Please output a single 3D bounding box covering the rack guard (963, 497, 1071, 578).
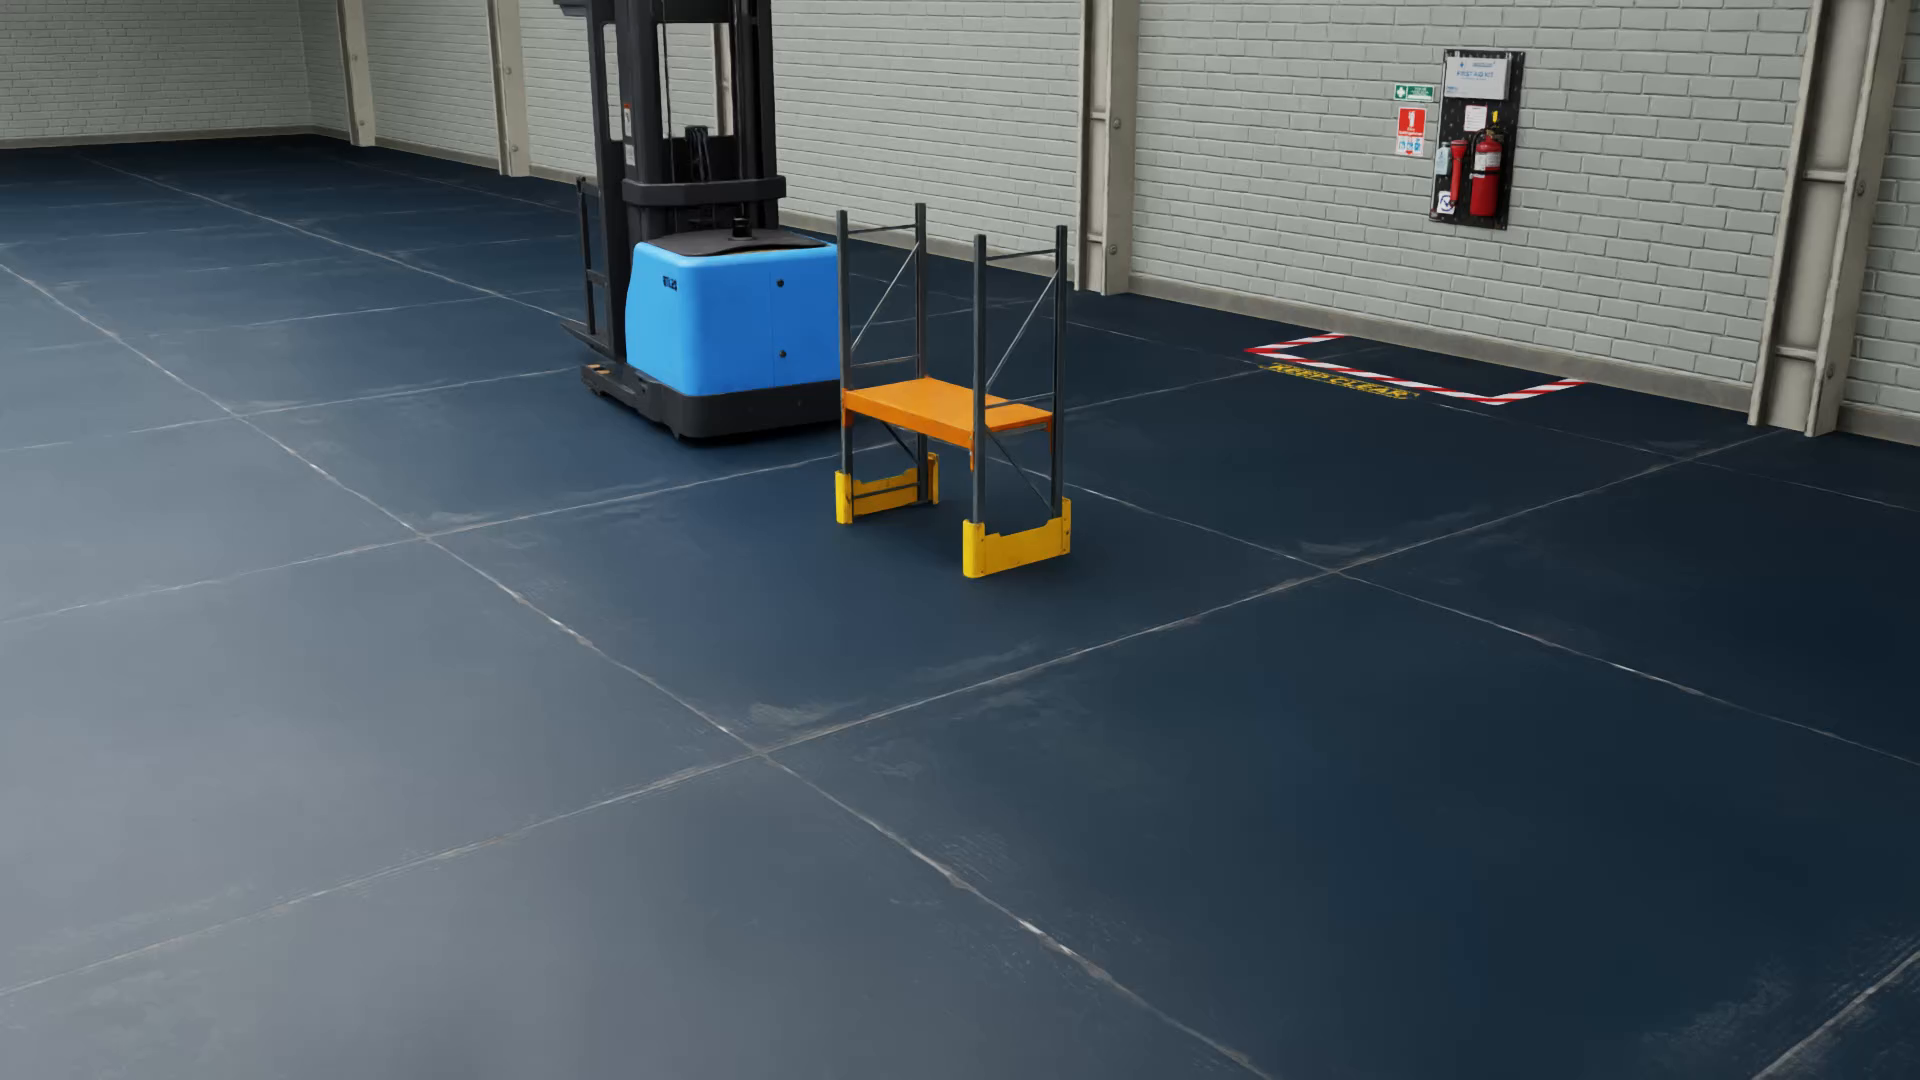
[{"bbox_3d":[0.262,-0.015,7.509,0.587,0.250,0.087,-14,23,-36],"label":"rack guard"}]

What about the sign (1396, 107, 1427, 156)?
[{"bbox_3d":[3.188,-2.889,11.758,0.001,0.329,0.234,-14,23,-36],"label":"sign"}]

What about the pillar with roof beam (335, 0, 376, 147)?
[{"bbox_3d":[-13.321,-10.021,23.809,9.100,9.000,0.400,-14,23,-36],"label":"pillar with roof beam"}]

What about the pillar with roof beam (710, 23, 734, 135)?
[{"bbox_3d":[-5.871,-7.064,14.879,9.100,9.000,0.400,-14,23,-36],"label":"pillar with roof beam"}]

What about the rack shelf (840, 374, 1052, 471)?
[{"bbox_3d":[-0.053,-0.562,7.747,0.538,0.185,1.000,-14,23,-36],"label":"rack shelf"}]

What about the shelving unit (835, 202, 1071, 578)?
[{"bbox_3d":[-0.047,-0.731,7.683,0.587,1.500,1.083,-14,23,-36],"label":"shelving unit"}]

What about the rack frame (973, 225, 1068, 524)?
[{"bbox_3d":[0.263,-0.608,7.312,0.500,1.500,0.032,-14,23,-36],"label":"rack frame"}]

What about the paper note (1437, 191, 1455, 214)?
[{"bbox_3d":[3.394,-2.354,11.602,0.016,0.148,0.142,-14,23,-36],"label":"paper note"}]

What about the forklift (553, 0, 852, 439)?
[{"bbox_3d":[-1.812,-2.380,10.388,1.130,2.935,3.031,-10,21,-28],"label":"forklift"}]

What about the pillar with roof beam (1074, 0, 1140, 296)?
[{"bbox_3d":[-2.145,-5.585,10.414,9.100,9.000,0.400,-14,23,-36],"label":"pillar with roof beam"}]

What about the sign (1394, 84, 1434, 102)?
[{"bbox_3d":[3.184,-3.137,11.666,0.001,0.109,0.331,-14,23,-36],"label":"sign"}]

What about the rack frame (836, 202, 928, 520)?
[{"bbox_3d":[-0.369,-0.858,8.069,0.500,1.500,0.032,-14,23,-36],"label":"rack frame"}]

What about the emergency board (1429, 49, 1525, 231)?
[{"bbox_3d":[3.450,-2.715,11.291,0.194,1.169,0.643,-14,23,-36],"label":"emergency board"}]

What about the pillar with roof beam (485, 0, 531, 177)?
[{"bbox_3d":[-9.596,-8.542,19.344,9.100,9.000,0.400,-14,23,-36],"label":"pillar with roof beam"}]

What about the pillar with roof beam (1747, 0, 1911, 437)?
[{"bbox_3d":[1.580,-4.107,5.949,9.100,9.000,0.400,-14,23,-36],"label":"pillar with roof beam"}]

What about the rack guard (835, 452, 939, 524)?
[{"bbox_3d":[-0.357,-0.260,8.251,0.587,0.250,0.087,-14,23,-36],"label":"rack guard"}]
